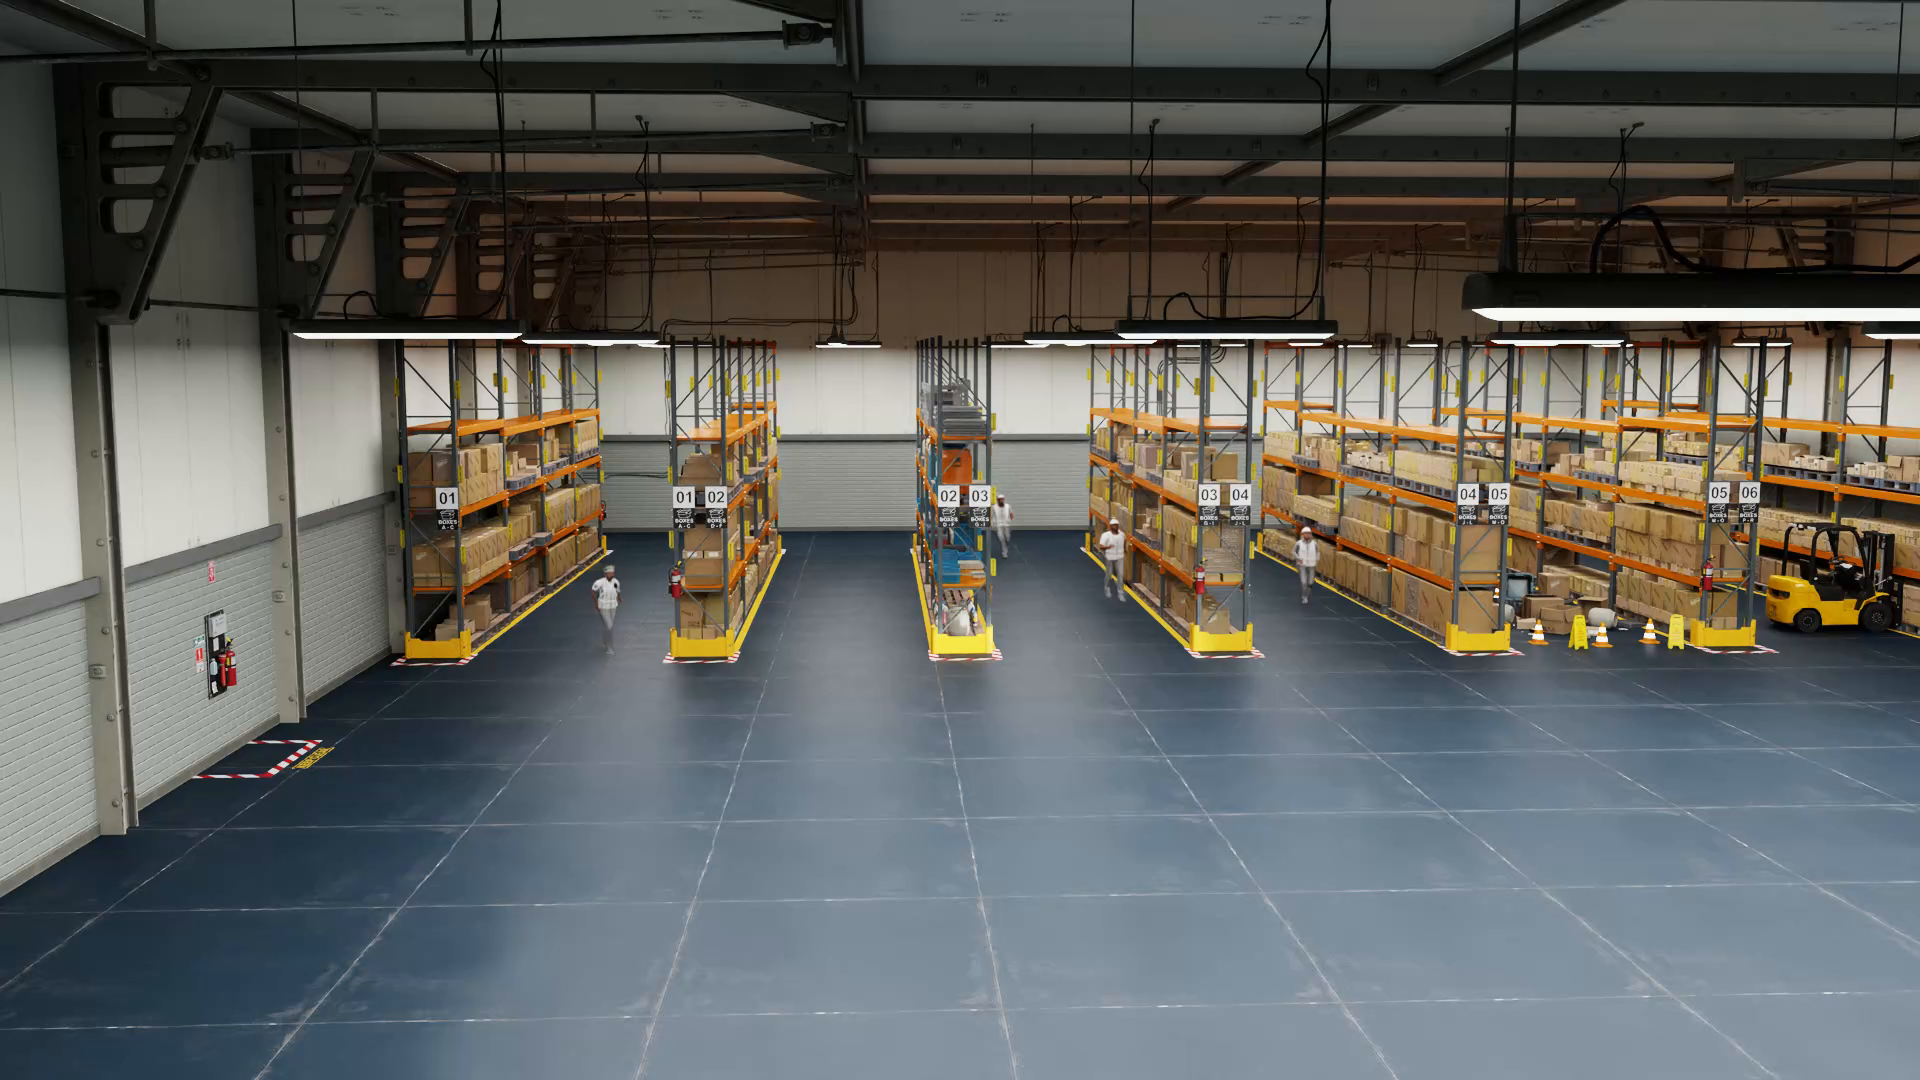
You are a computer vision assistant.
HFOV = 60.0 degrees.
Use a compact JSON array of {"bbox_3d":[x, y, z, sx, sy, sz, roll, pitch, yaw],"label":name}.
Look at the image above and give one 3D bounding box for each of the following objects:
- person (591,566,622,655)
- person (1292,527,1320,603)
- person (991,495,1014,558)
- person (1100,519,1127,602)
[{"bbox_3d":[-6.698,1.330,31.606,0.506,1.739,0.846,-6,9,-43],"label":"person"},{"bbox_3d":[7.897,0.569,37.930,0.661,1.731,0.584,0,6,3],"label":"person"},{"bbox_3d":[1.164,-0.390,46.261,0.679,1.750,0.747,-1,7,-8],"label":"person"},{"bbox_3d":[3.421,0.422,36.817,0.690,1.791,0.882,-1,7,-12],"label":"person"}]
